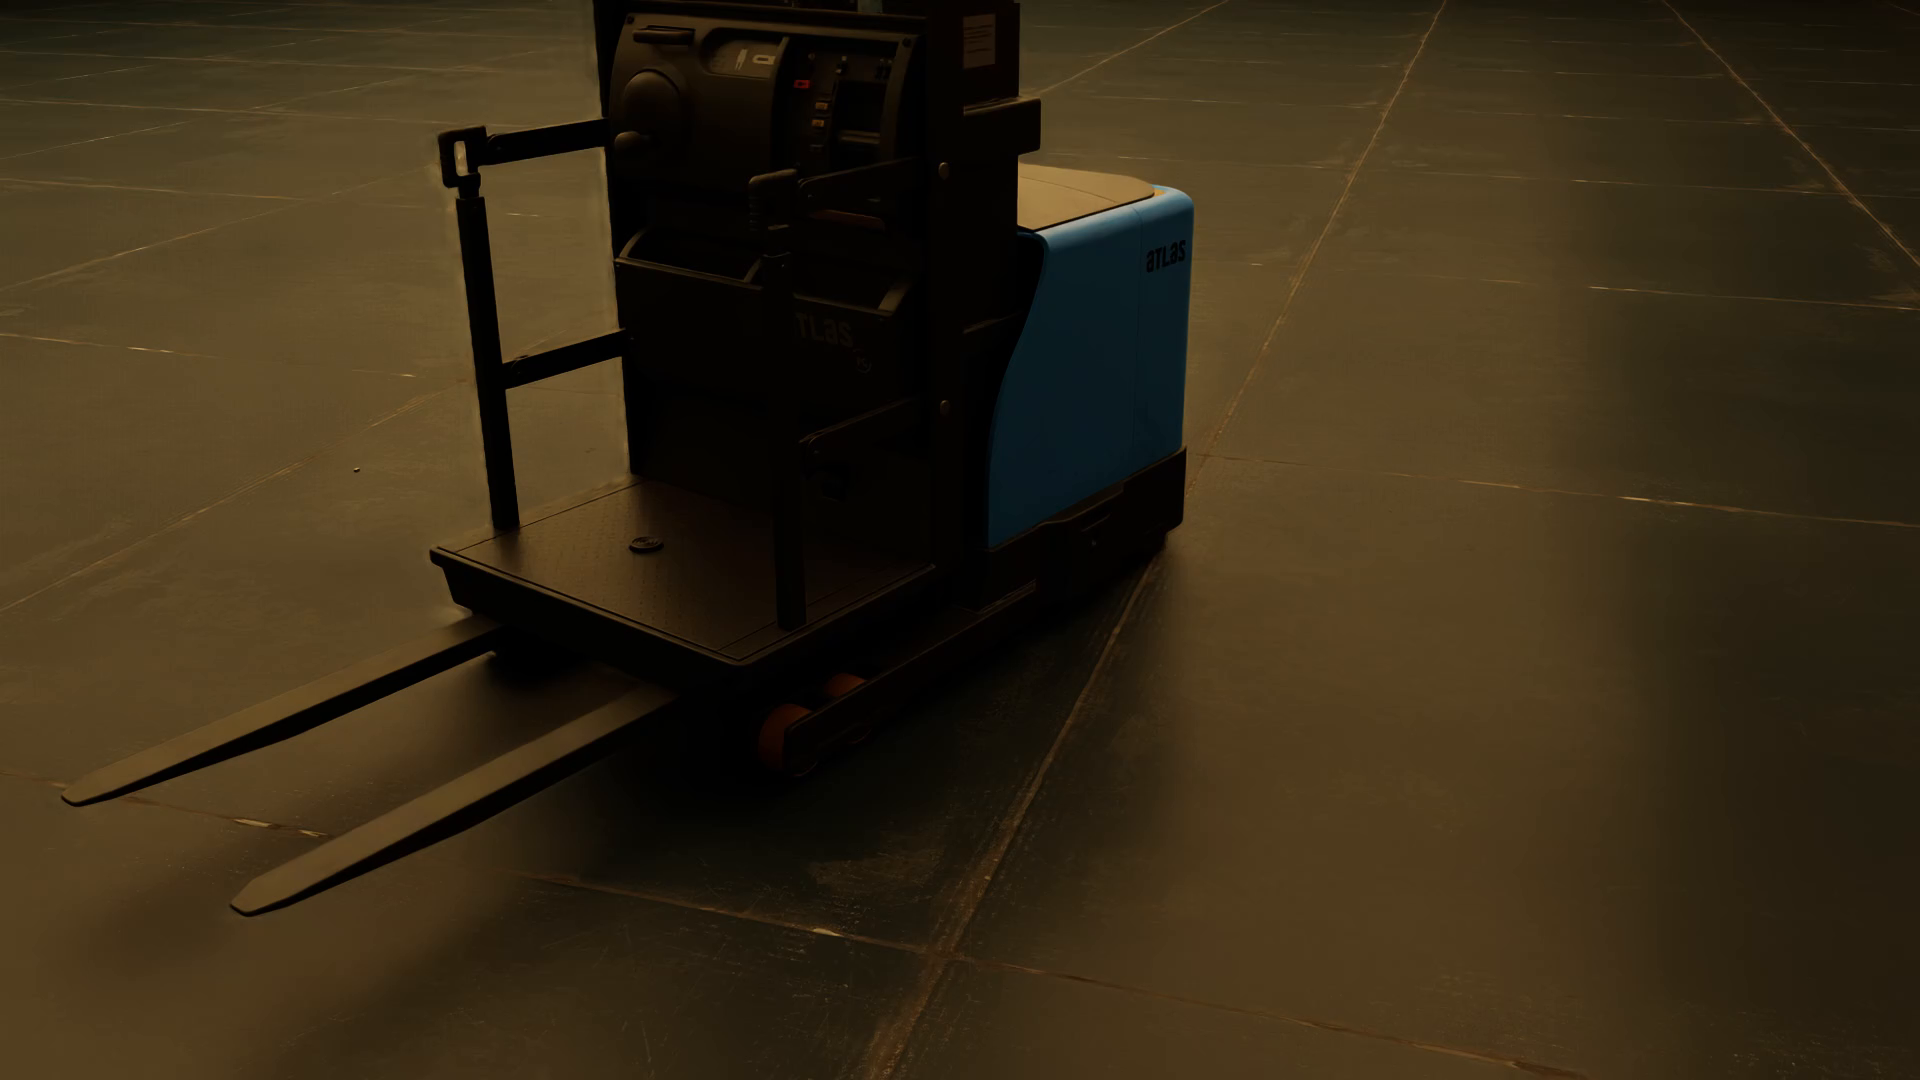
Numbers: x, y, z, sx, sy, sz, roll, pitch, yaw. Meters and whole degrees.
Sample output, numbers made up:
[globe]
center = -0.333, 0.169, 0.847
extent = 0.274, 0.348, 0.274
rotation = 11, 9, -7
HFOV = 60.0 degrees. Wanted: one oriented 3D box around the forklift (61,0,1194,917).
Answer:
[forklift]
center = -0.609, -1.024, 3.759
extent = 1.130, 2.935, 3.031
rotation = 16, 27, 34
